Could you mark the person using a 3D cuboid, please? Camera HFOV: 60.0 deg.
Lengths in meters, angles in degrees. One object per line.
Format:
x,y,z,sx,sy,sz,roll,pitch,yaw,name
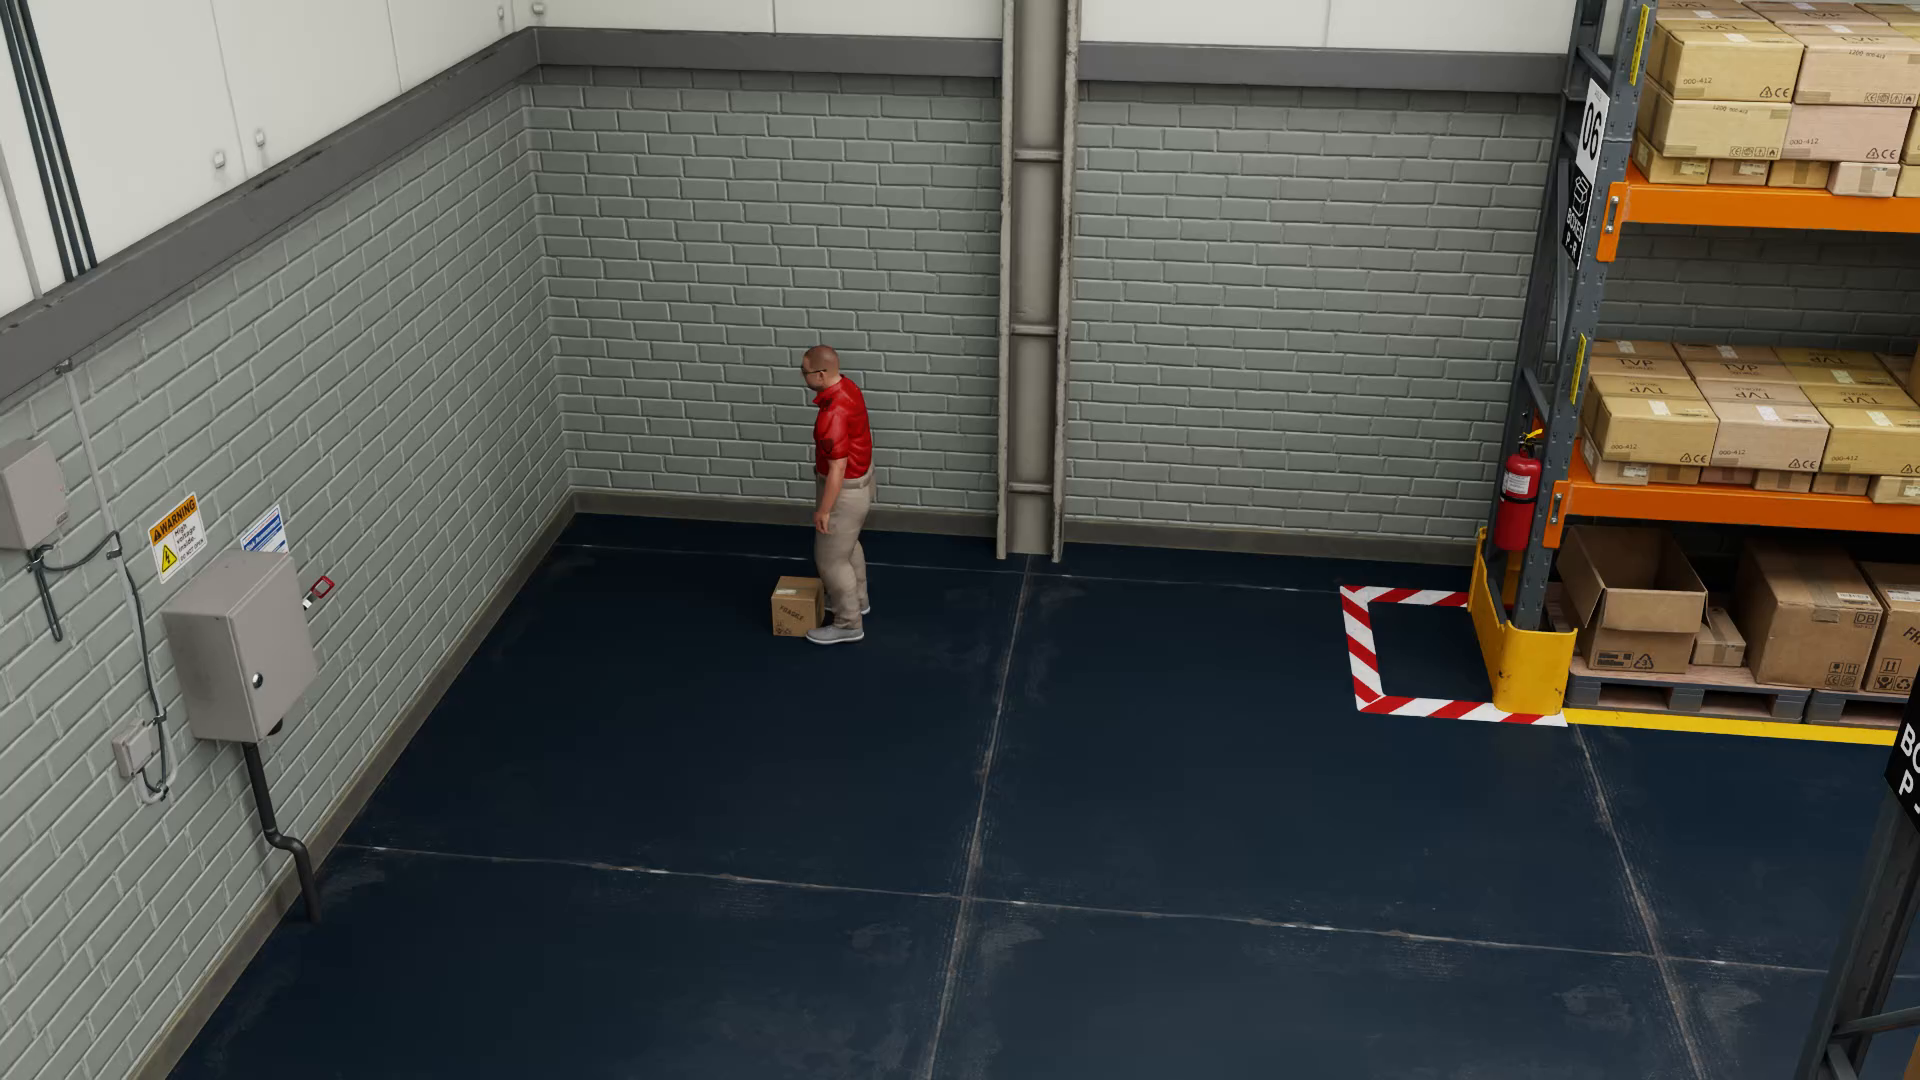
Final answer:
-0.671,-0.262,9.125,0.394,1.727,0.587,4,28,7,person
